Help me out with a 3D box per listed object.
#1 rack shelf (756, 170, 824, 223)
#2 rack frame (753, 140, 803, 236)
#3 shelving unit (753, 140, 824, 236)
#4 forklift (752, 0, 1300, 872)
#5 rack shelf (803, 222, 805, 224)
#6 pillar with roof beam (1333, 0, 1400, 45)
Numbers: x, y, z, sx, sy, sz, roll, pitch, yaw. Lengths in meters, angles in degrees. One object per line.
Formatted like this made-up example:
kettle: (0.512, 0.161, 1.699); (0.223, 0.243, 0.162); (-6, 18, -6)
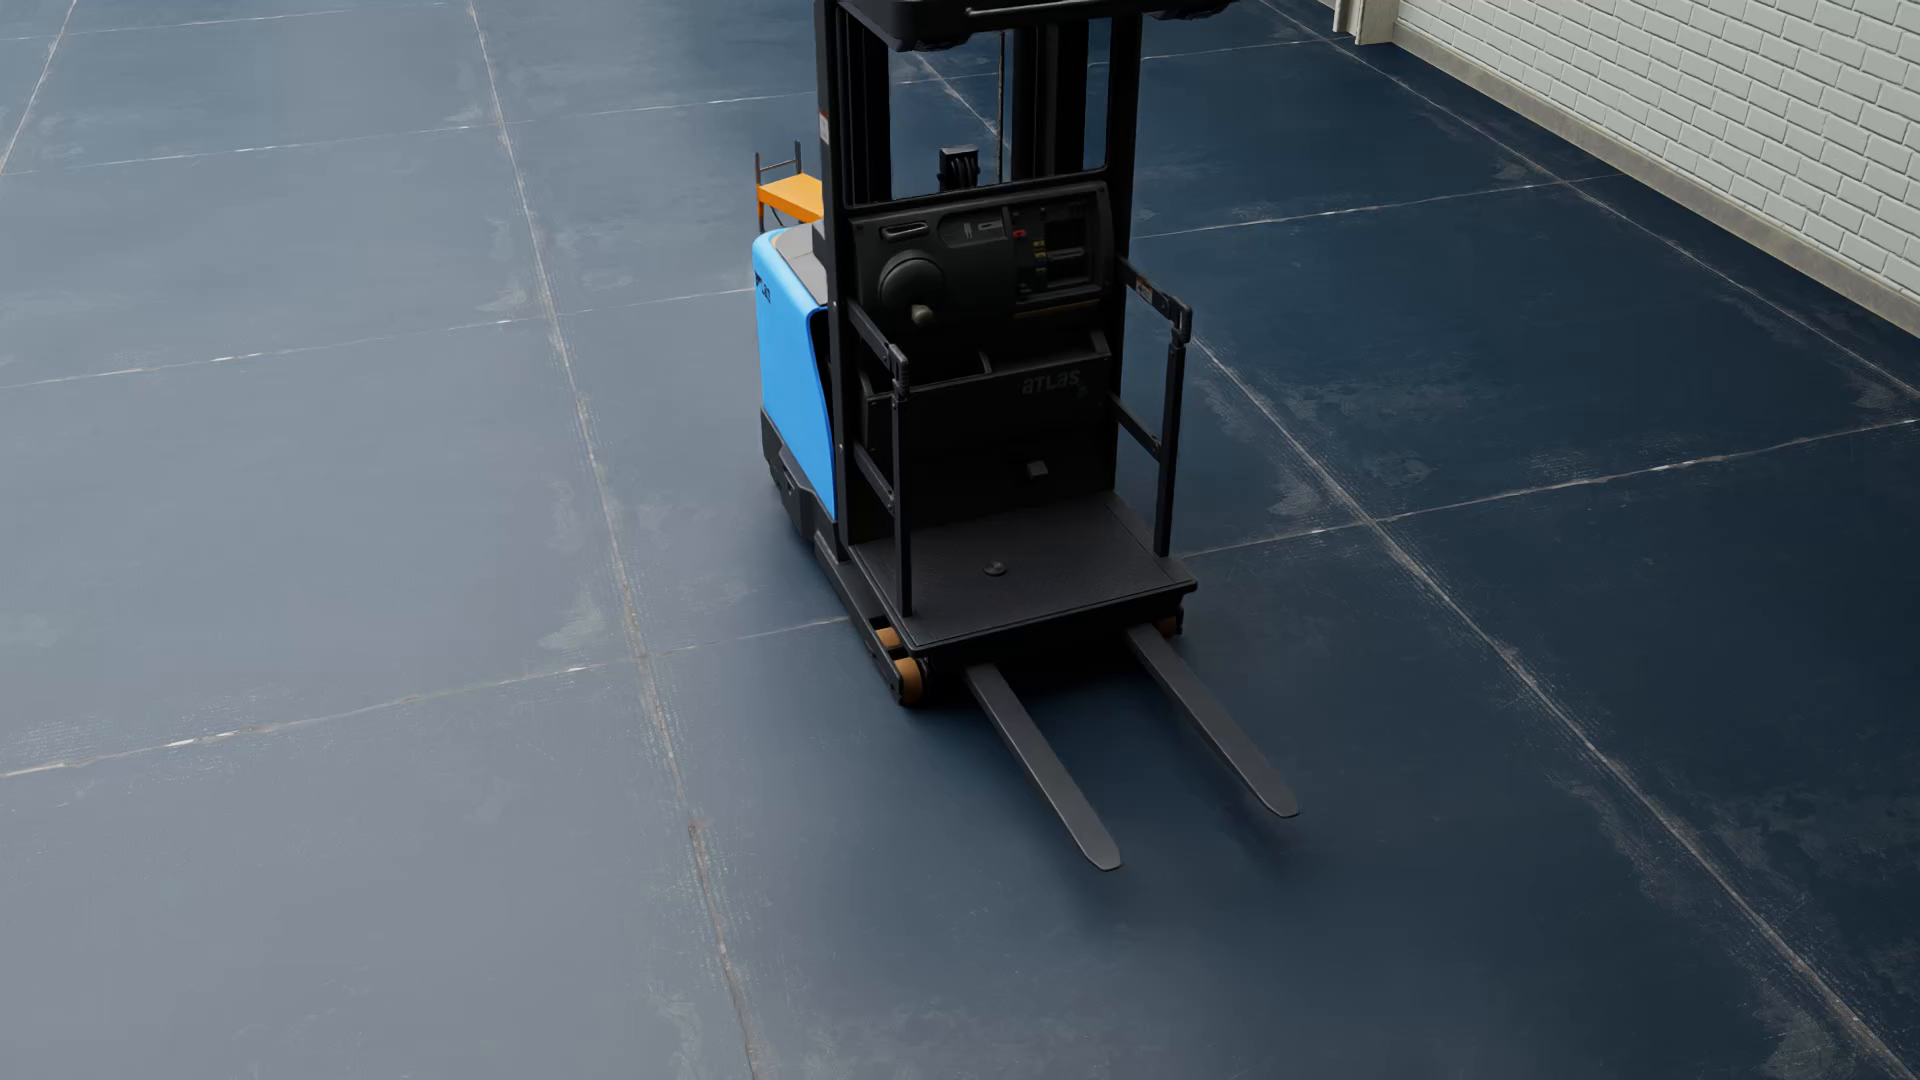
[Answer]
rack shelf: (-0.620, -1.410, 7.083); (0.258, 0.148, 0.480); (-27, 42, -34)
rack frame: (-0.785, -1.182, 7.450); (0.240, 1.200, 0.015); (-27, 42, -34)
shelving unit: (-0.620, -1.082, 7.300); (0.258, 1.200, 0.503); (-27, 42, -34)
forklift: (0.169, -0.908, 5.466); (1.130, 2.935, 3.031); (-12, 35, -18)
rack shelf: (-0.620, -1.213, 7.213); (0.258, 0.148, 0.480); (-27, 42, -34)
pillar with roof beam: (-1.073, -6.816, 8.902); (9.100, 9.000, 0.400); (-10, 35, -15)
